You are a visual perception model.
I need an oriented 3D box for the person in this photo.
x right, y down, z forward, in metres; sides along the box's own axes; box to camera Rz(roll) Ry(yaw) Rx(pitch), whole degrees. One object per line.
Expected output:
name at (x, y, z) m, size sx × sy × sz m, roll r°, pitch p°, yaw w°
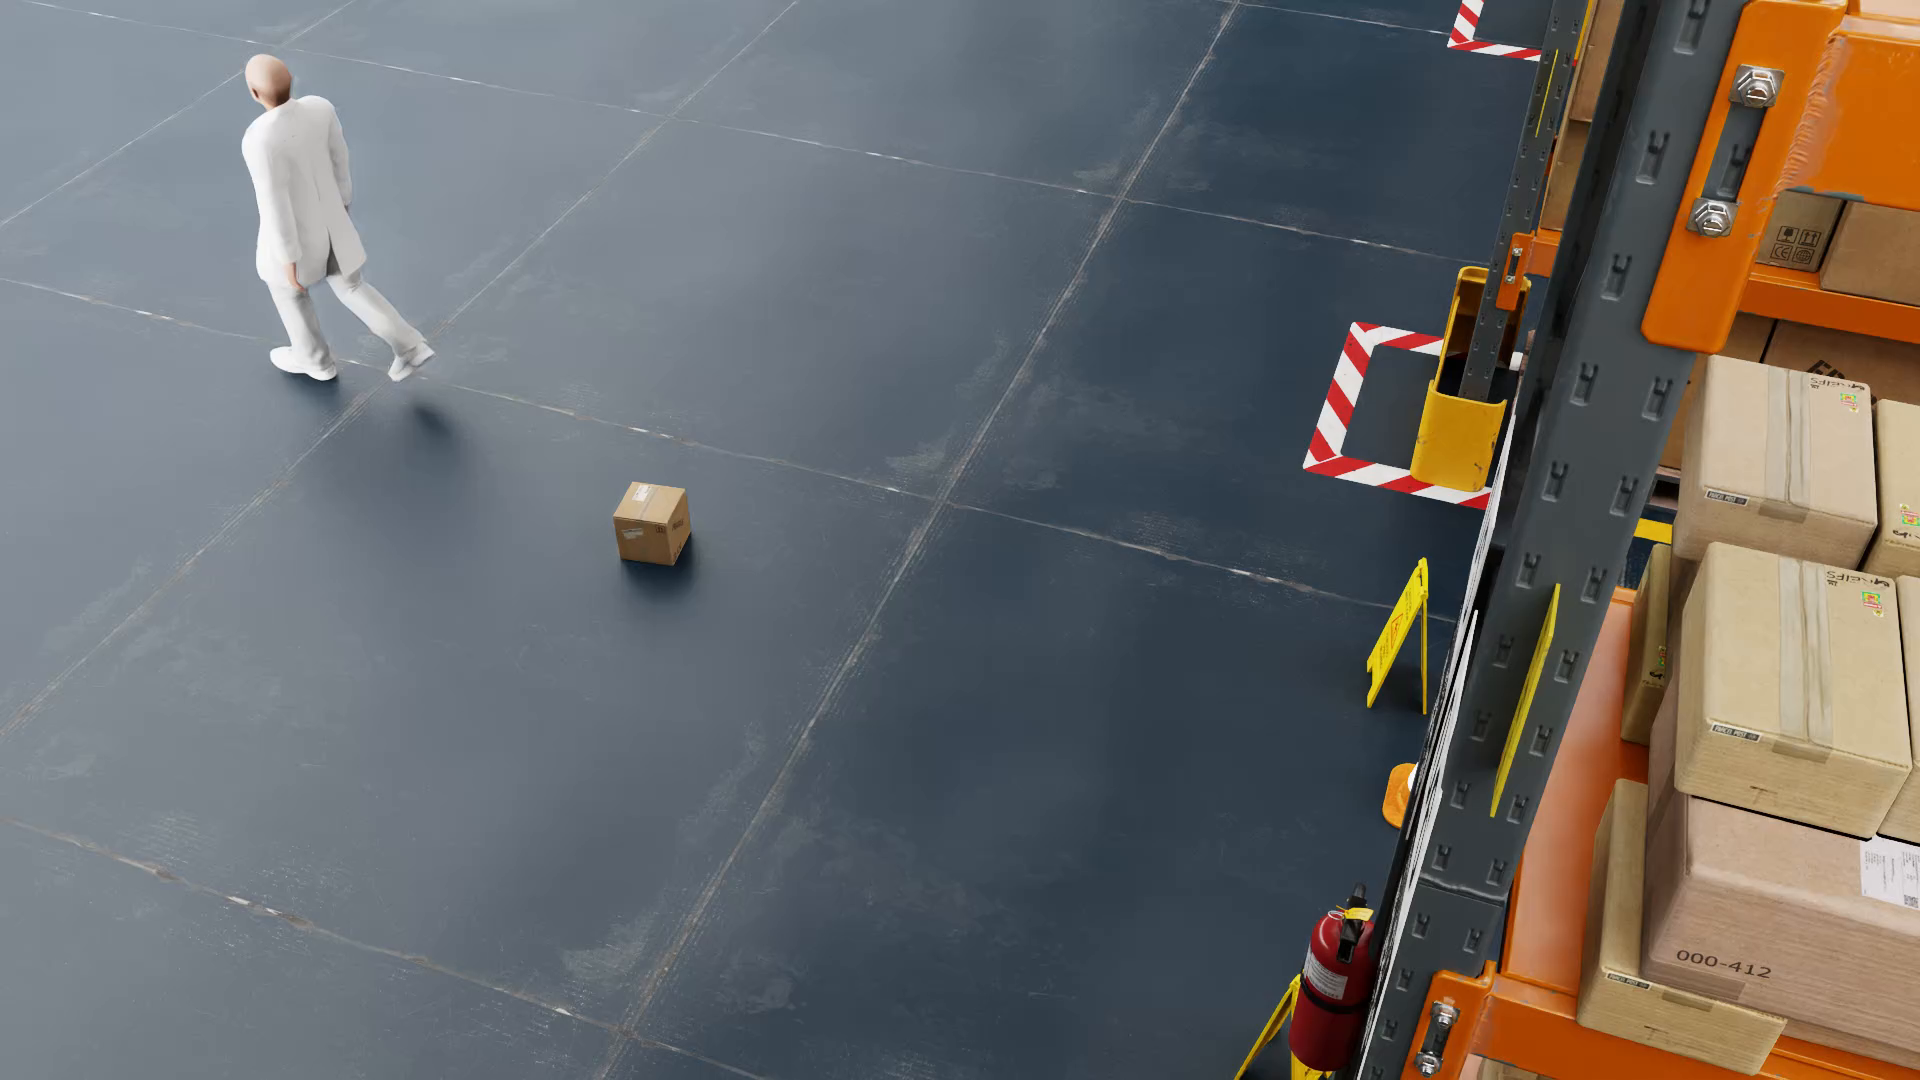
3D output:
person at (-3.037, -1.477, 7.862) m, size 0.985 × 1.746 × 0.612 m, roll 20°, pitch 45°, yaw 22°
